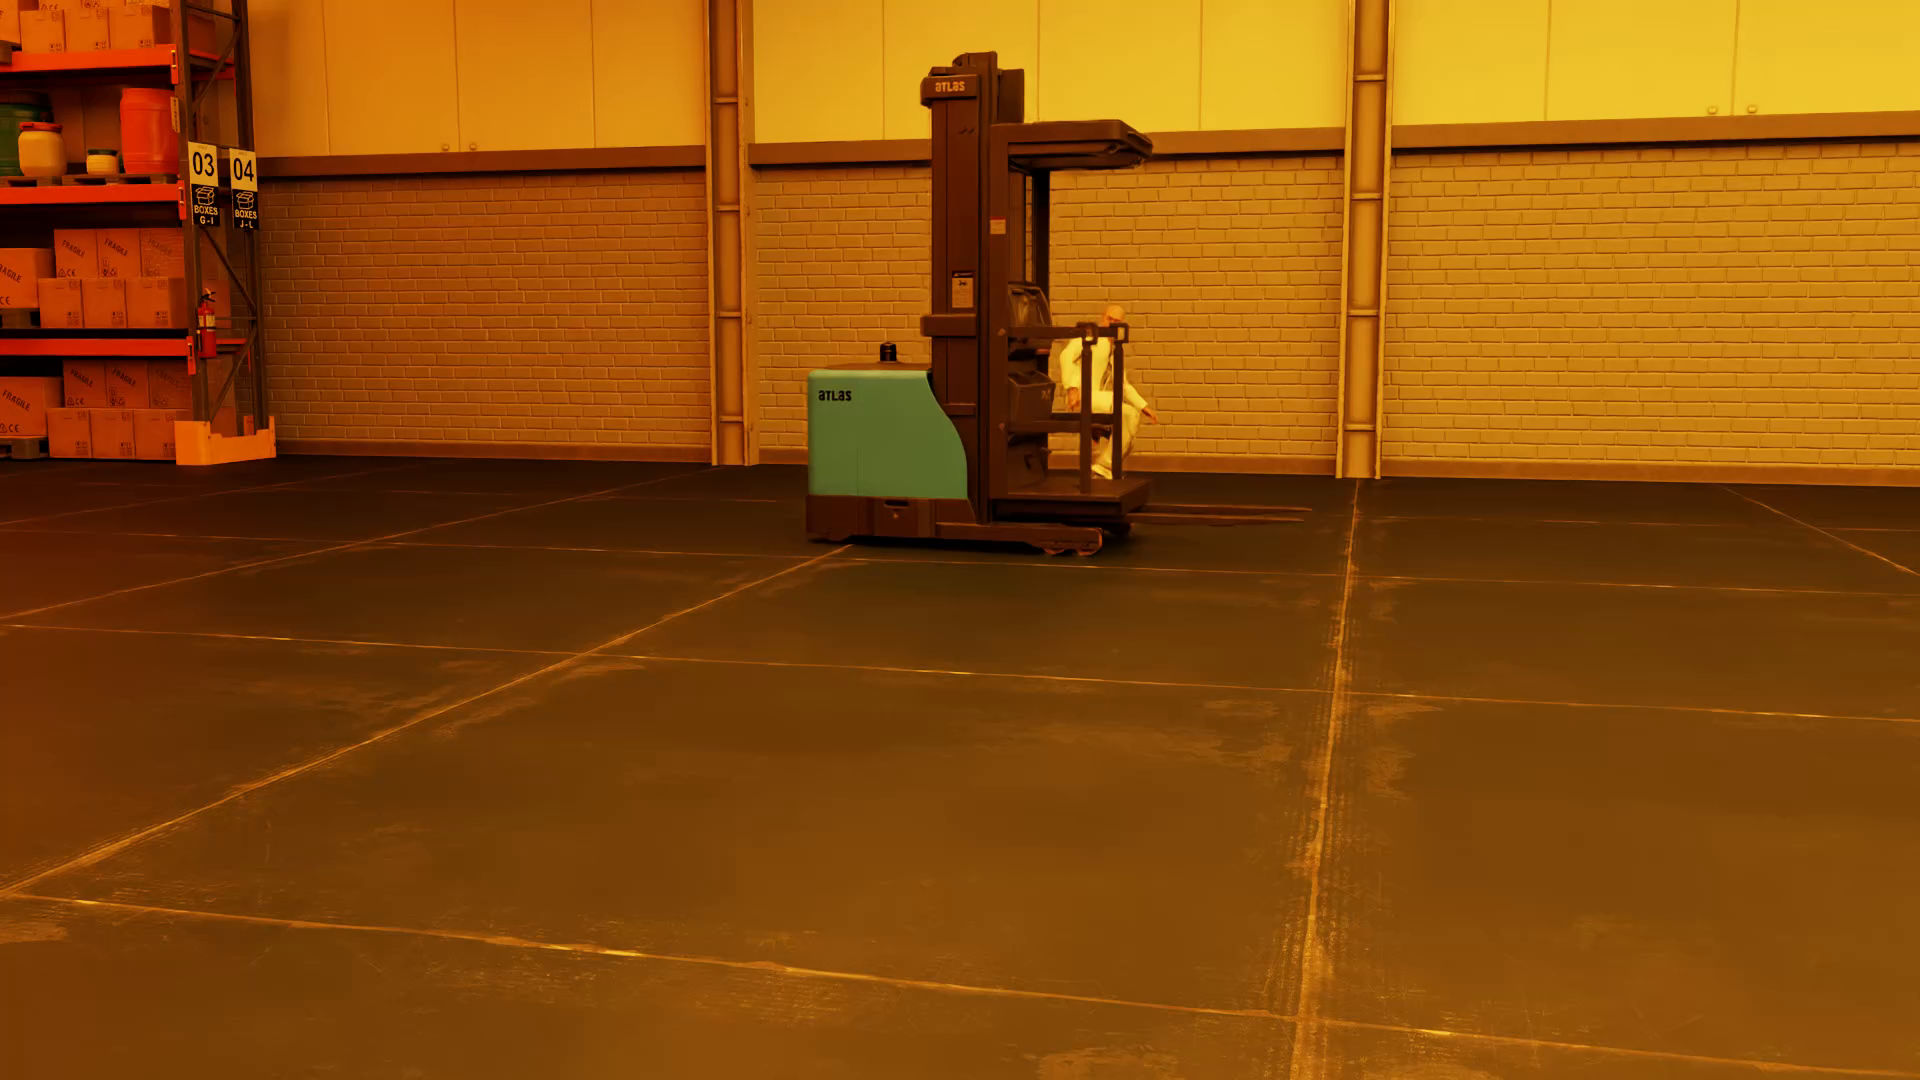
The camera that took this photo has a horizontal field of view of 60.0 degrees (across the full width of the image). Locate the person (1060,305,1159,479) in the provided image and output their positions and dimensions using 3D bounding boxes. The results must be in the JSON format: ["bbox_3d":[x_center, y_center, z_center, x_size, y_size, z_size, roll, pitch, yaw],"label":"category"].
[{"bbox_3d":[1.195,-1.101,13.300,0.688,1.546,0.841,2,8,18],"label":"person"}]

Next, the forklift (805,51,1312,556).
[{"bbox_3d":[0.618,-1.434,10.160,3.031,2.935,1.130,2,7,16],"label":"forklift"}]
